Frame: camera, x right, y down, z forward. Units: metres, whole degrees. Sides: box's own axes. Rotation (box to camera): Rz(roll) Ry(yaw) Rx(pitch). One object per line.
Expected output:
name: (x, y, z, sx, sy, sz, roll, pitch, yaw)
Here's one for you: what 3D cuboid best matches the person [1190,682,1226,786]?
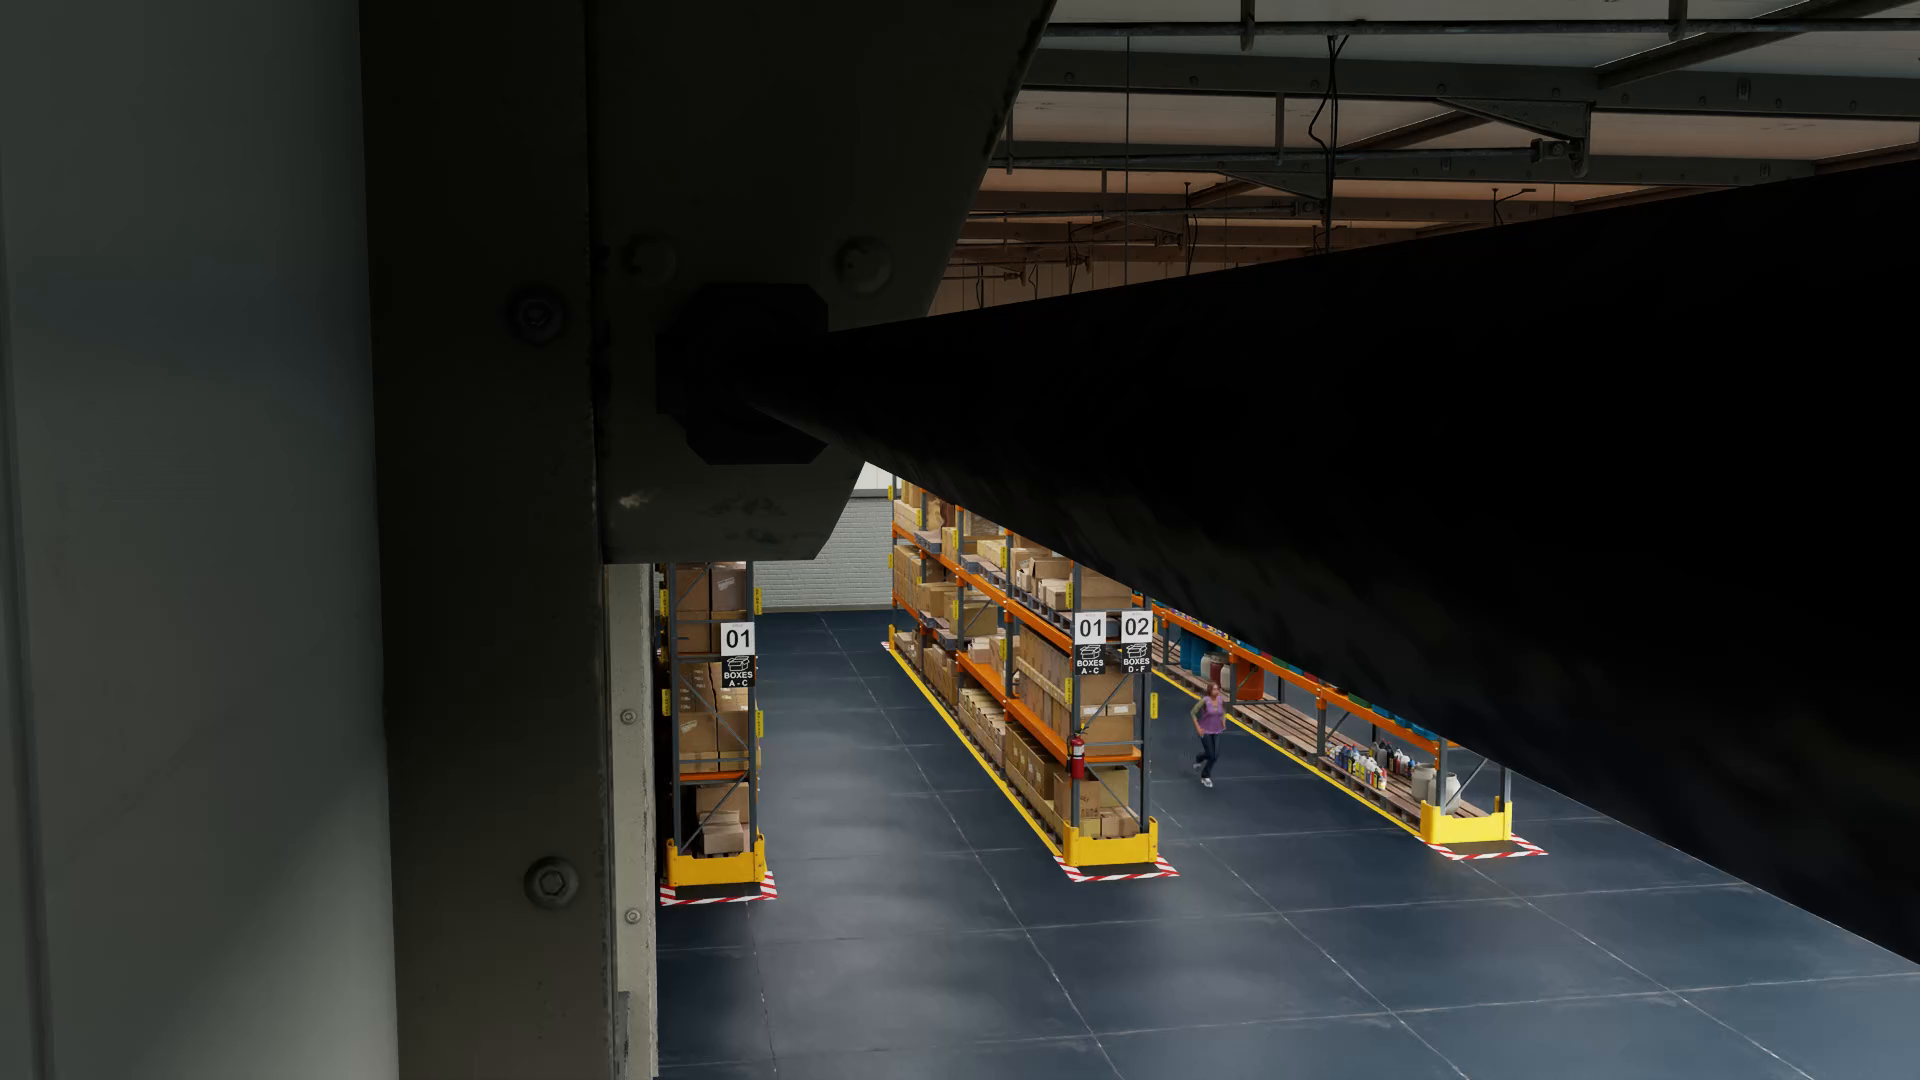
person: (3.731, 2.885, 24.864, 0.552, 1.556, 0.533, -3, 7, -23)
